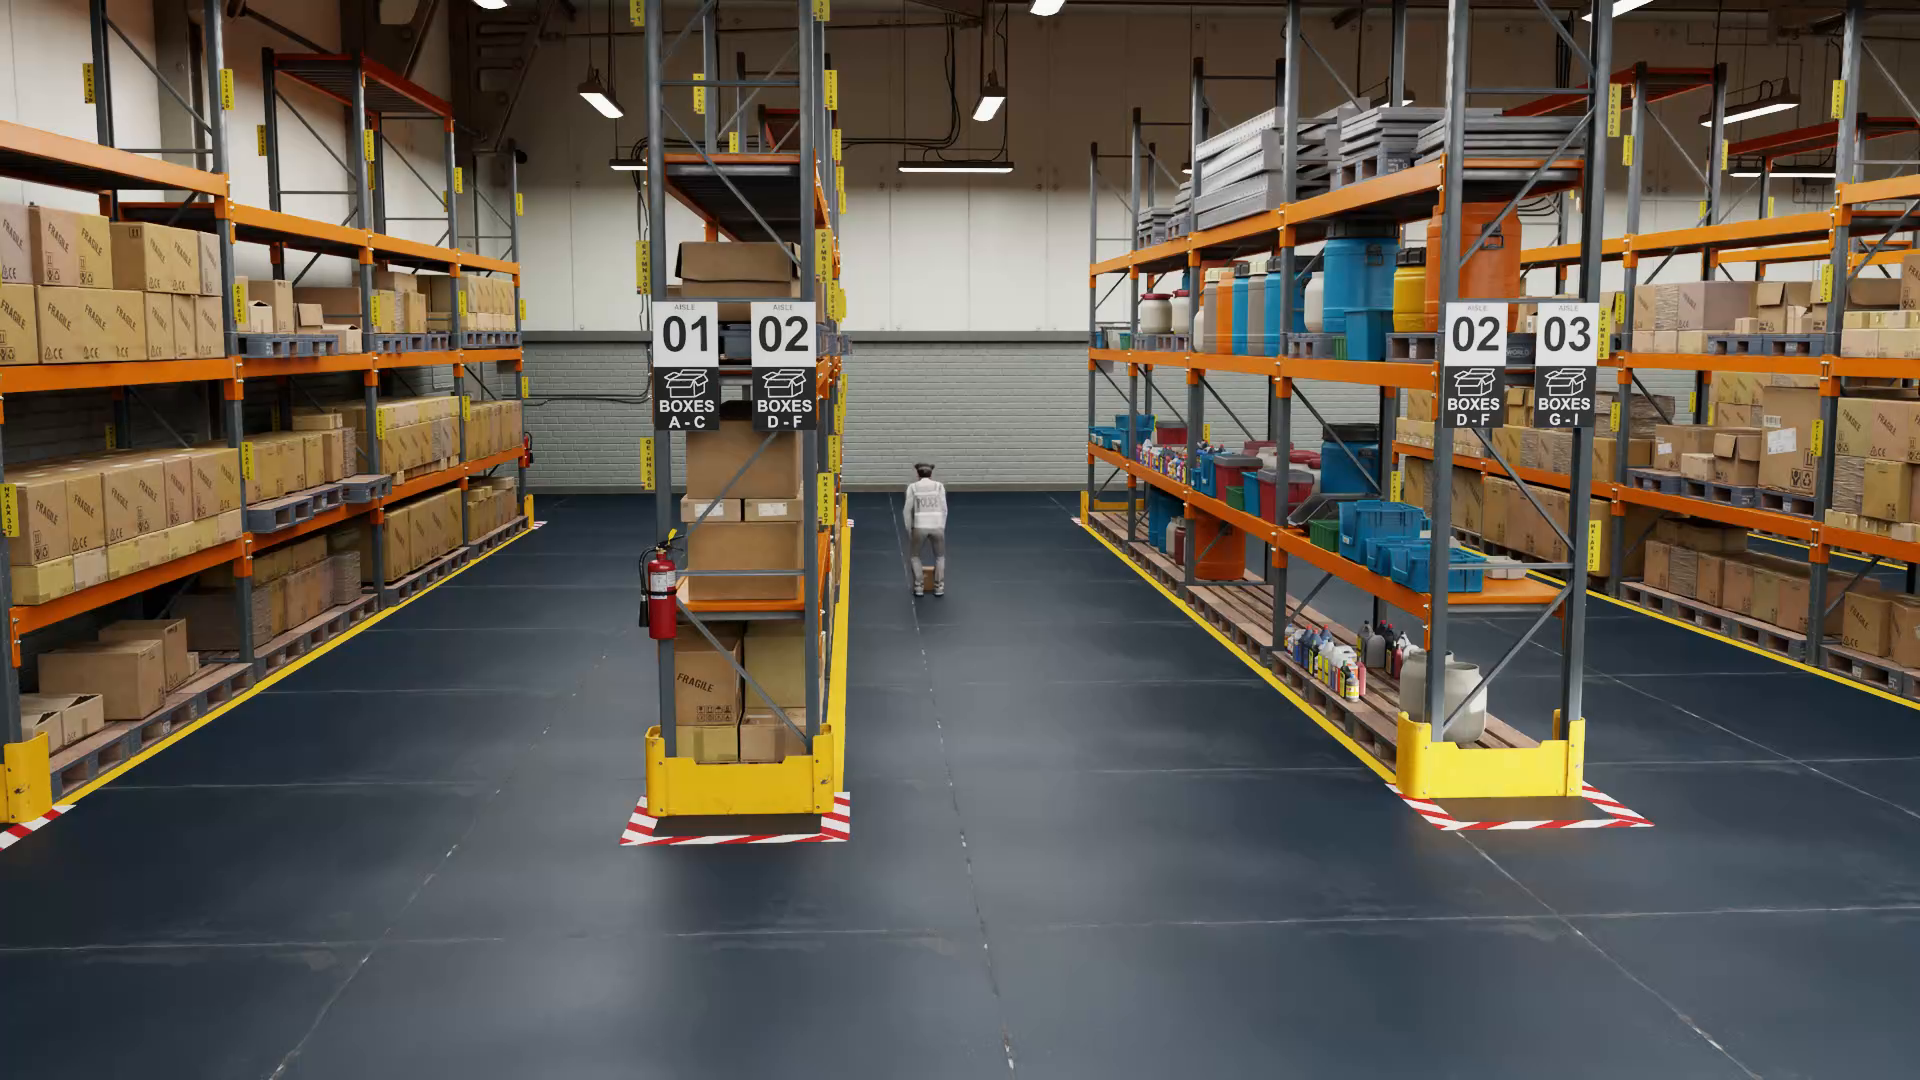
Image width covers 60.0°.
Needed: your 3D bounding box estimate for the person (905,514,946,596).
[{"bbox_3d":[-0.399,0.175,19.442,0.489,0.914,0.853,0,7,-4],"label":"person"}]
